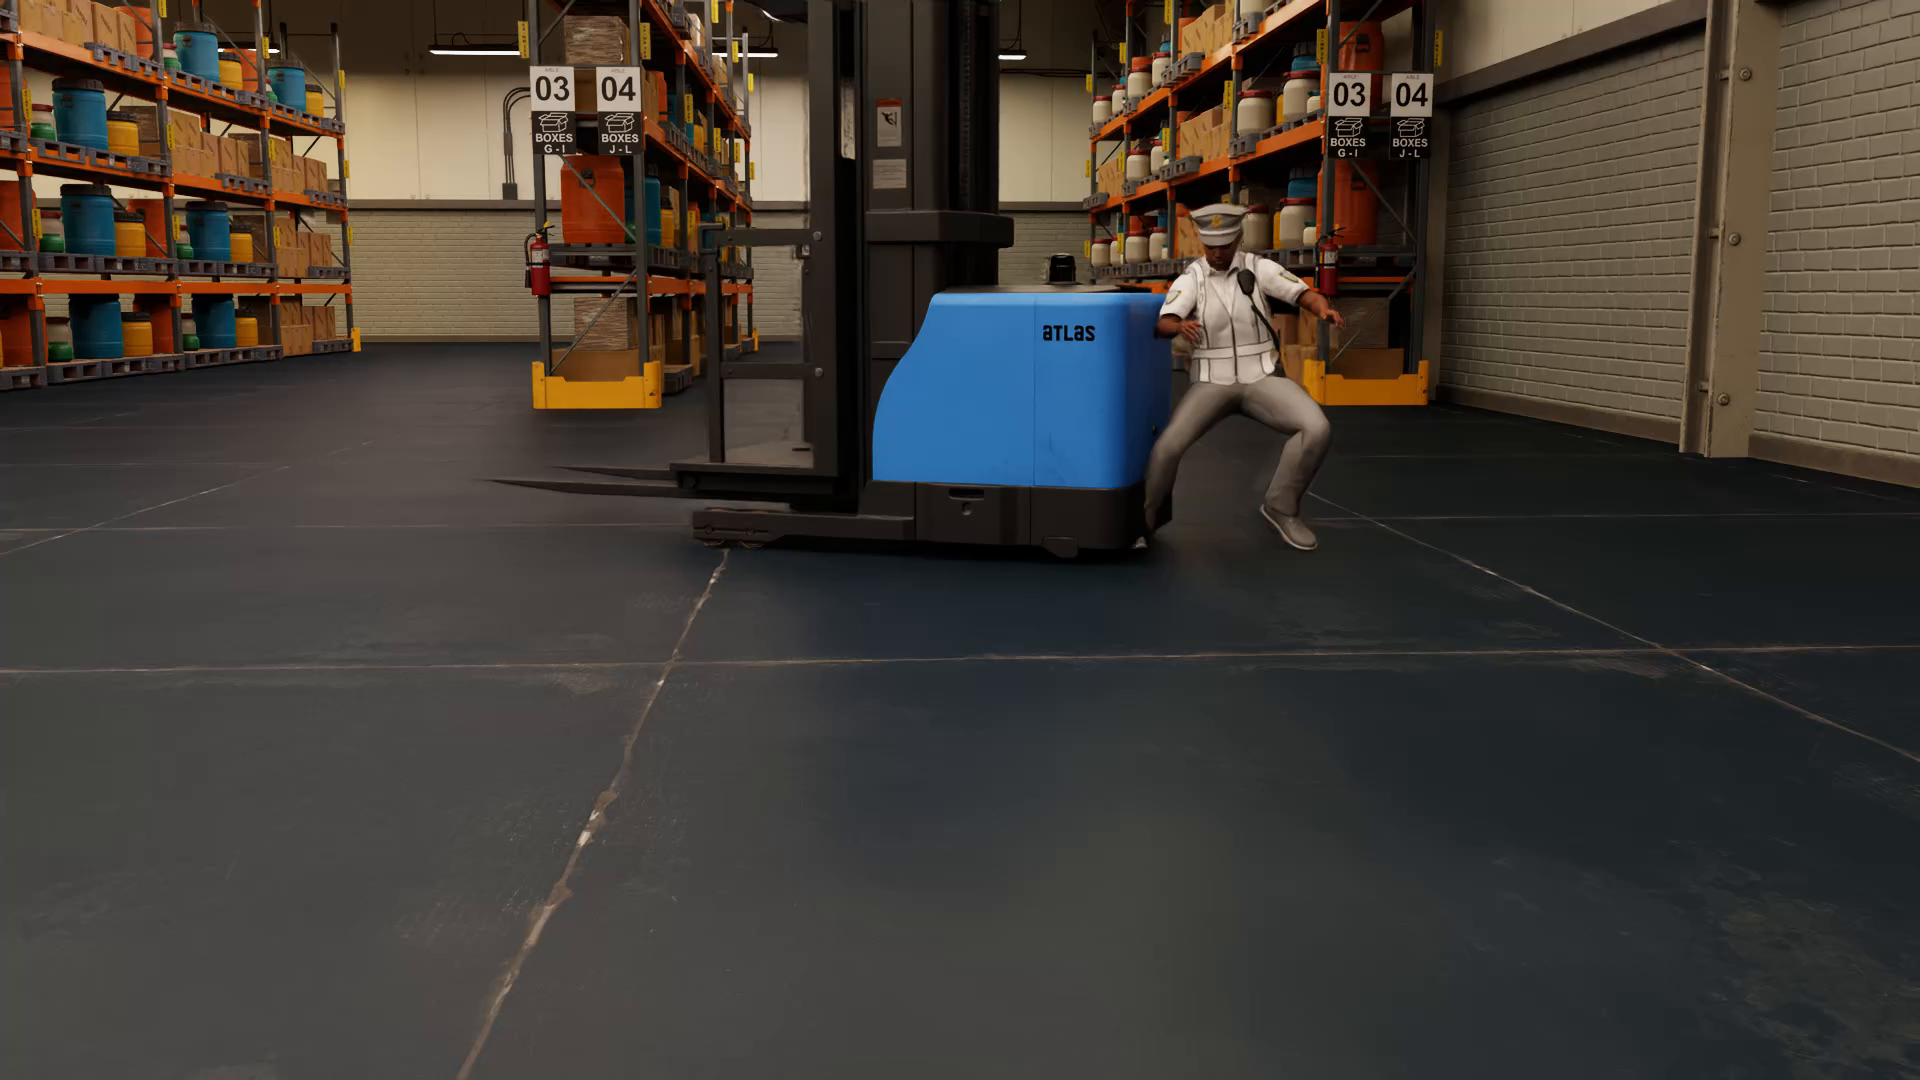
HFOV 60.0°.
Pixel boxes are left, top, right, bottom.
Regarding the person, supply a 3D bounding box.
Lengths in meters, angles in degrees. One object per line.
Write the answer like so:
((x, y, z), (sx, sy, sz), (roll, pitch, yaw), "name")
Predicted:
((1.108, -0.659, 6.842), (0.879, 1.437, 0.743), (1, 9, 9), "person")

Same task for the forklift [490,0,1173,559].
((-0.625, -1.481, 7.304), (3.031, 2.935, 1.130), (3, 9, 19), "forklift")
